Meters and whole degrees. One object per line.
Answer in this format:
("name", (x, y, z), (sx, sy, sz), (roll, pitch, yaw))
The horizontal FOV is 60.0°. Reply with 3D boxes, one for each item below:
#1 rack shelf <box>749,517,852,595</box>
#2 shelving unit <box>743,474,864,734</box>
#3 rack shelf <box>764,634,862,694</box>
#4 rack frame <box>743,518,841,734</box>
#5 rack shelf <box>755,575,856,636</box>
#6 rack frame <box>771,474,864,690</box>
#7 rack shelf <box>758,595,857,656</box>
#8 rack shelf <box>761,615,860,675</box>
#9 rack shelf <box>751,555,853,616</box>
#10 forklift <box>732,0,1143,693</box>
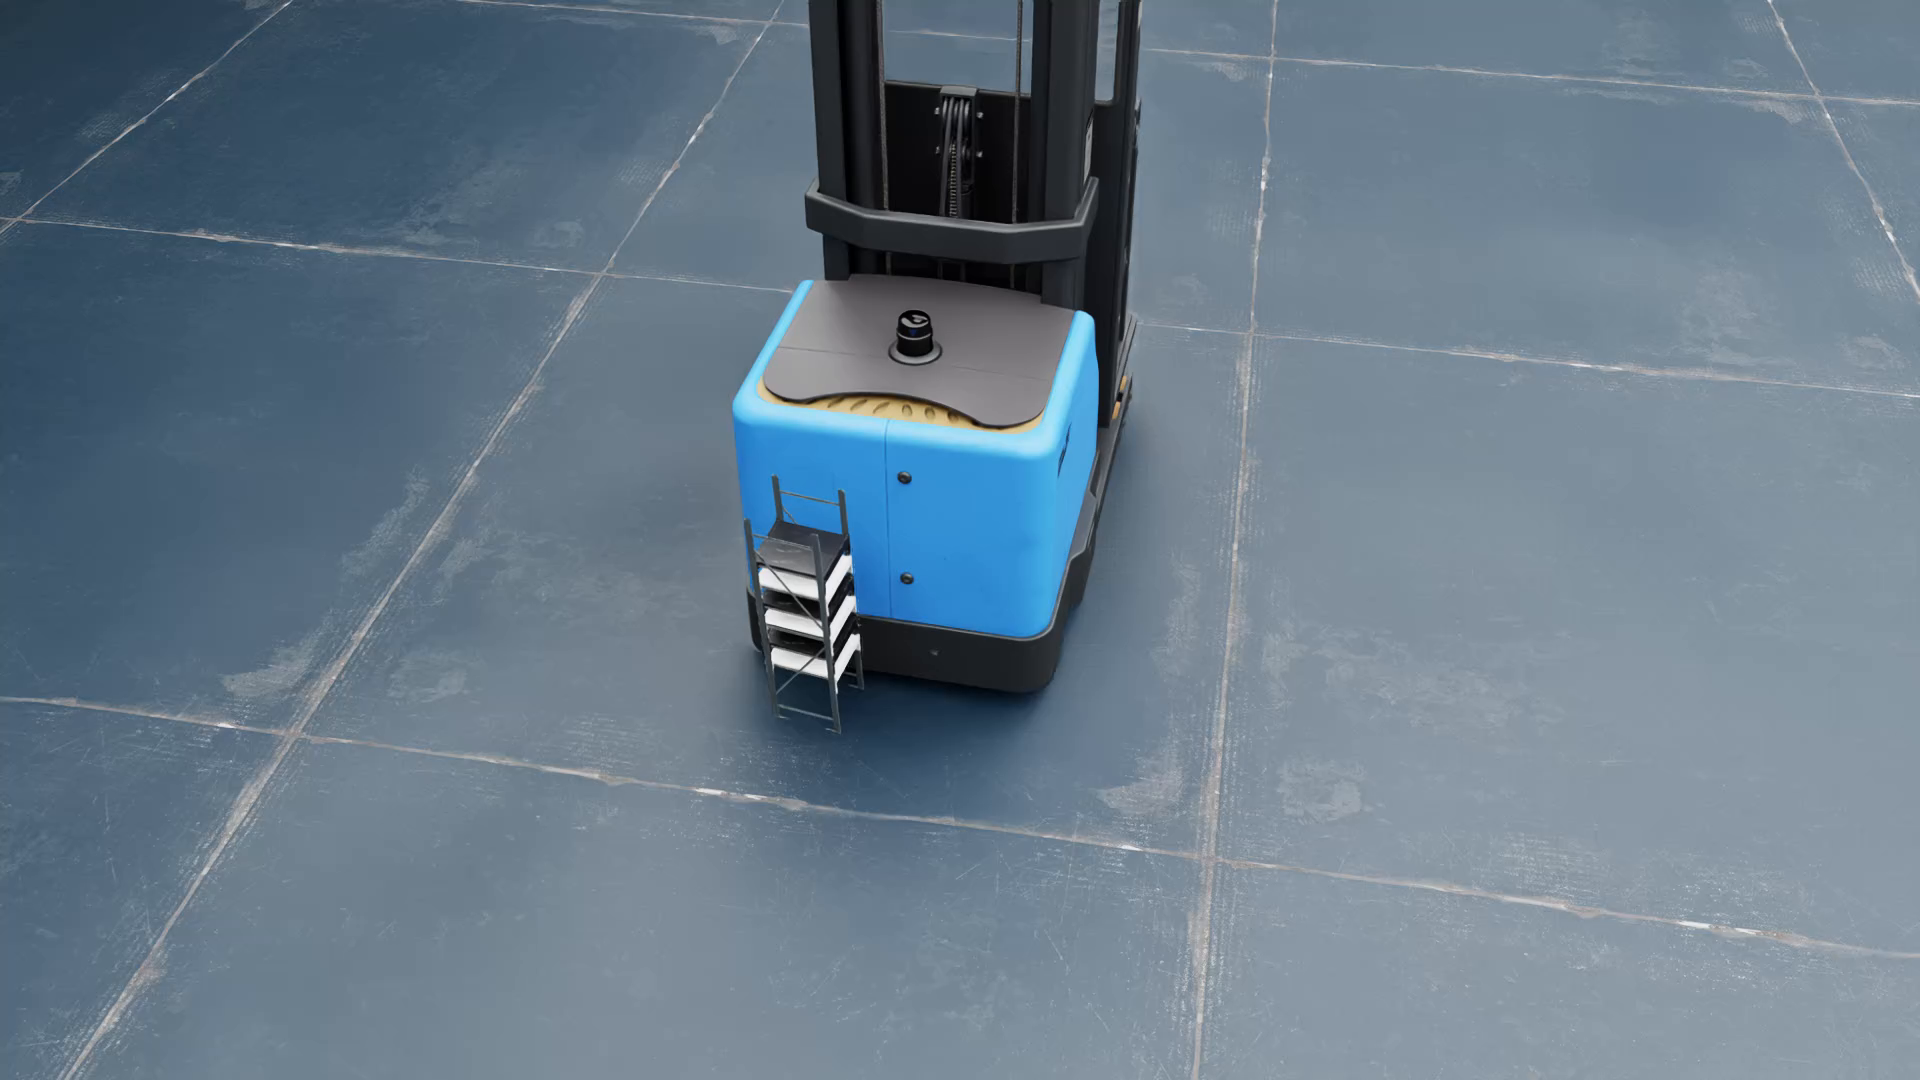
("rack shelf", (-0.489, 0.049, 5.104), (0.258, 0.077, 0.200), (13, 46, 15))
("shelving unit", (-0.483, 0.220, 5.267), (0.258, 0.900, 0.210), (13, 46, 15))
("rack shelf", (-0.478, 0.374, 5.414), (0.258, 0.077, 0.200), (13, 46, 15))
("rack frame", (-0.517, 0.287, 5.198), (0.240, 0.900, 0.006), (13, 46, 15))
("rack shelf", (-0.484, 0.179, 5.228), (0.258, 0.077, 0.200), (13, 46, 15))
("rack frame", (-0.449, 0.153, 5.336), (0.240, 0.900, 0.006), (13, 46, 15))
("rack shelf", (-0.482, 0.244, 5.290), (0.258, 0.077, 0.200), (13, 46, 15))
("rack shelf", (-0.480, 0.309, 5.352), (0.258, 0.077, 0.200), (13, 46, 15))
("rack shelf", (-0.487, 0.114, 5.166), (0.258, 0.077, 0.200), (13, 46, 15))
("forklift", (0.099, -1.566, 5.844), (1.130, 2.935, 3.031), (8, 40, 10))
